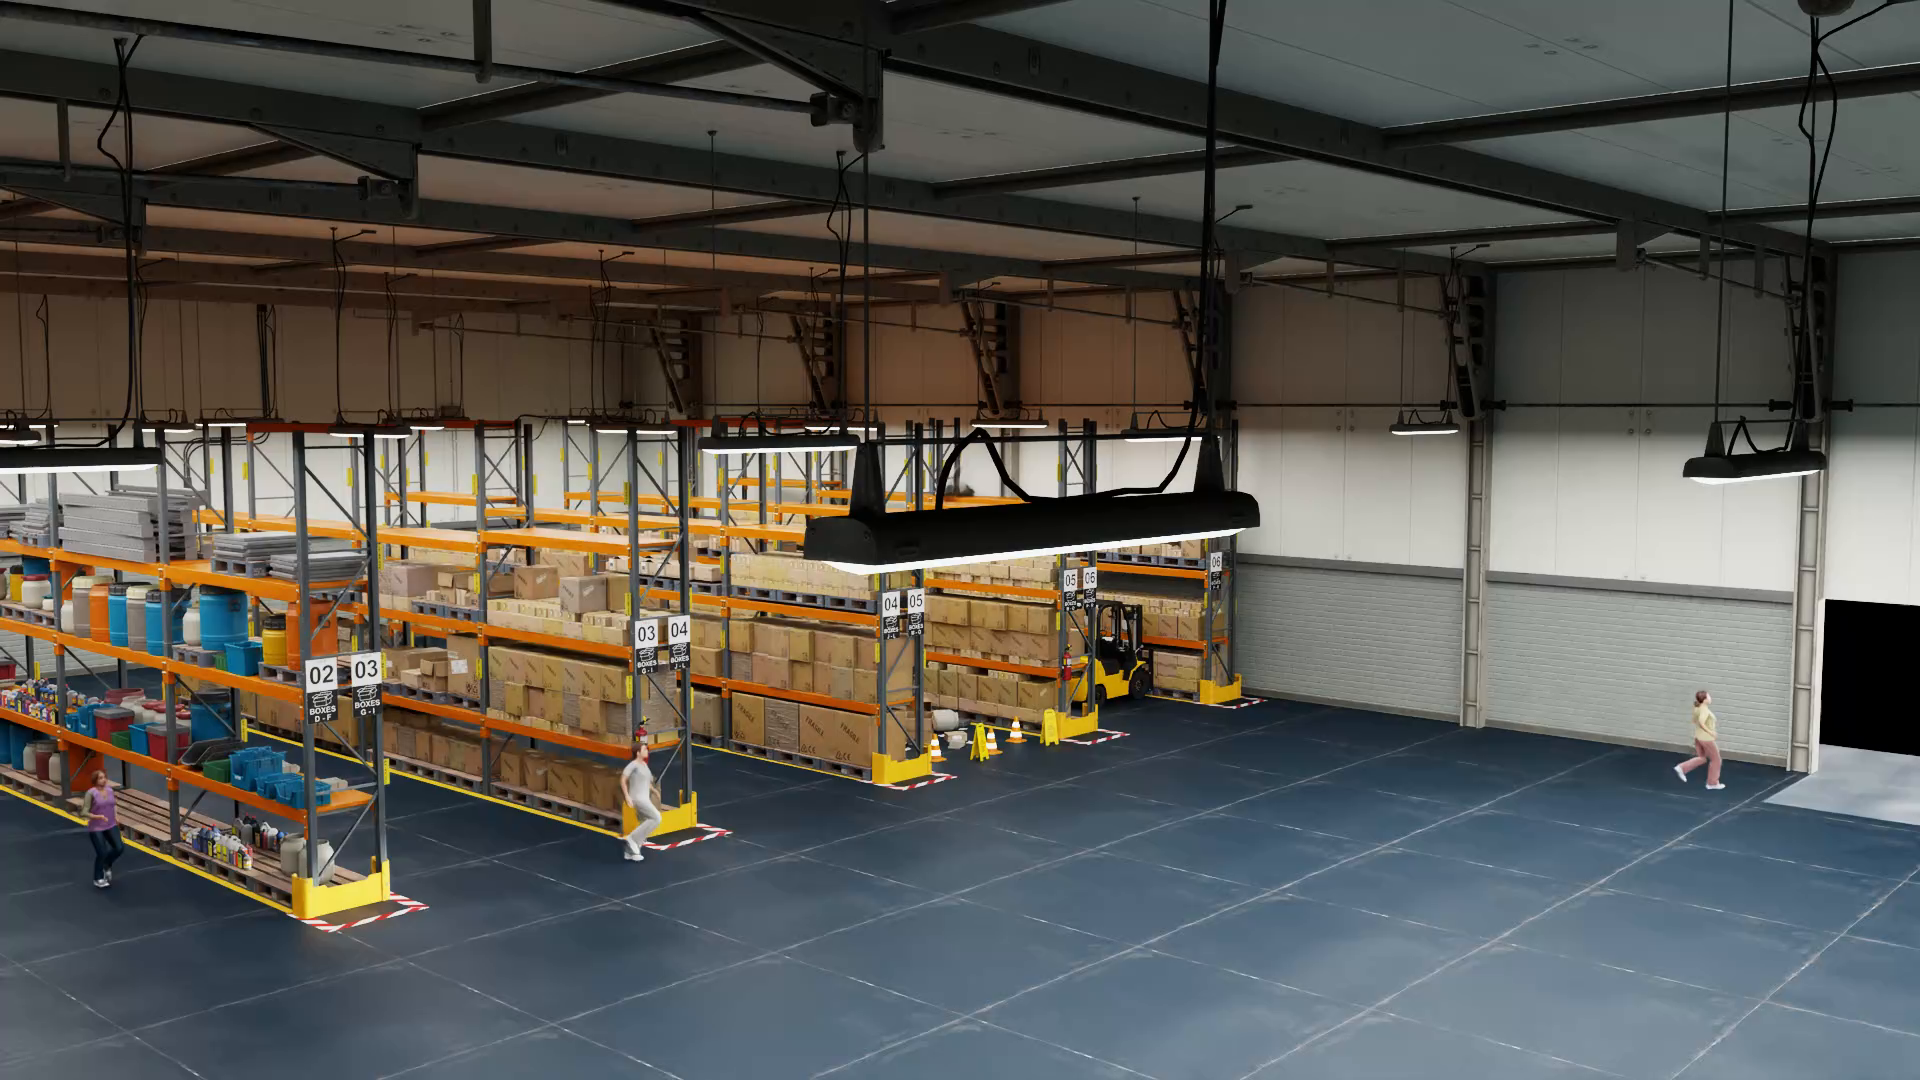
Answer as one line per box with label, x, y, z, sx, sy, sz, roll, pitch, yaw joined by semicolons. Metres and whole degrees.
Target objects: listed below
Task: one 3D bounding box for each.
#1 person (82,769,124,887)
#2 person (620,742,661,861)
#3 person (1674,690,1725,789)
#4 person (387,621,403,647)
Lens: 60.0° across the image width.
person;-11.156;3.782;21.709;0.548;1.537;0.518;3;6;33
person;-4.400;3.627;23.217;0.538;1.599;0.591;1;5;8
person;12.193;3.280;27.324;0.802;1.635;0.589;0;5;1
person;-13.560;2.250;39.971;0.585;1.663;0.598;-4;6;-42
